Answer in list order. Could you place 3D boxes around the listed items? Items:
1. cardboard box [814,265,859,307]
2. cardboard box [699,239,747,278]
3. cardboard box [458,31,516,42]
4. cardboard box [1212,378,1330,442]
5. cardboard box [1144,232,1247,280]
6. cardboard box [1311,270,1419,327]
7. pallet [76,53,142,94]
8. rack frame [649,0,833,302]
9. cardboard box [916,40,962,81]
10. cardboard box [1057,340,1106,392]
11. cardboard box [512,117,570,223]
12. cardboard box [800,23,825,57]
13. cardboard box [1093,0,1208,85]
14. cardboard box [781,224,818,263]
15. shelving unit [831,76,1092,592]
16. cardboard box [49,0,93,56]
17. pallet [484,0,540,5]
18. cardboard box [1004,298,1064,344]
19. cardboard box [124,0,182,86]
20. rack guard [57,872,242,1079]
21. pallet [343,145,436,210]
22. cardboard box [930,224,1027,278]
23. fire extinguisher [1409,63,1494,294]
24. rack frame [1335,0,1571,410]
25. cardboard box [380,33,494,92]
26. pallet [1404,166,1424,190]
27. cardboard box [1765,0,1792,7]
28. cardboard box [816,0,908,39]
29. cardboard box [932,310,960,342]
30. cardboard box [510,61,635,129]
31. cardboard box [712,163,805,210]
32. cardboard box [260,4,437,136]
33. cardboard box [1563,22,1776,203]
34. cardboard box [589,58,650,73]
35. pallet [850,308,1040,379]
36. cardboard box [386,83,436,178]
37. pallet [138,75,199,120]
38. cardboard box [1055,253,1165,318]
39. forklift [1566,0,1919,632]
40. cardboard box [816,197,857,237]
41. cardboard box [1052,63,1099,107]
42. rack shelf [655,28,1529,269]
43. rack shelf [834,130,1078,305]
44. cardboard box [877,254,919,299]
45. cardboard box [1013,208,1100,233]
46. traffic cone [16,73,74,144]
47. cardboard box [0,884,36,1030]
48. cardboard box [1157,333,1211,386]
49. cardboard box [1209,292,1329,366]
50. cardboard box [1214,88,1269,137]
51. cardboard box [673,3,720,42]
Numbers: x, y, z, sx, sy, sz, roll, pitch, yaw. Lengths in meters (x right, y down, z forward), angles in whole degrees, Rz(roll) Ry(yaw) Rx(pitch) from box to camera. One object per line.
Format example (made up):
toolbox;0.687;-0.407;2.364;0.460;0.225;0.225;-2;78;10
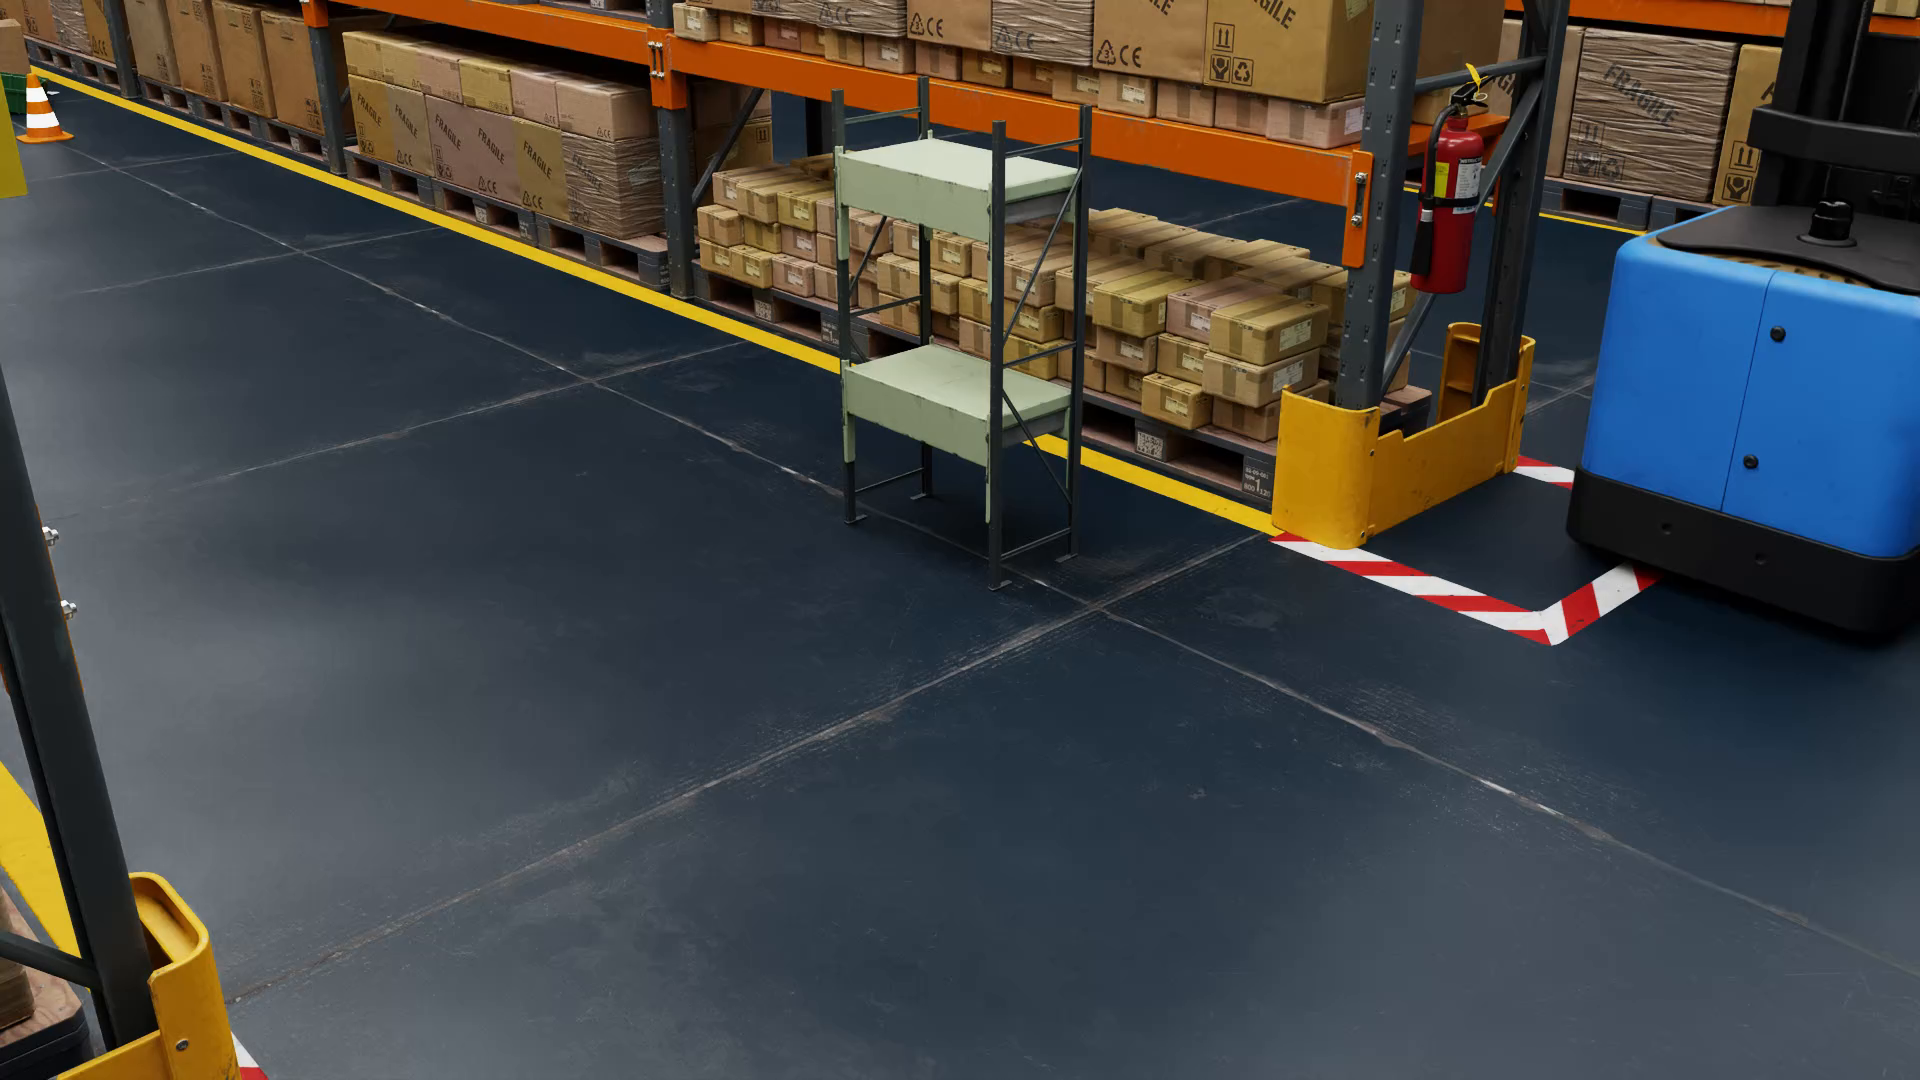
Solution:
cardboard box;-0.452;-1.215;7.727;0.380;0.149;0.250;-22;33;-39
cardboard box;-1.052;-1.418;8.174;0.250;0.149;0.380;22;33;40
cardboard box;-2.788;-3.050;10.424;0.500;0.250;0.500;-21;32;-38
cardboard box;1.156;-0.508;6.179;0.380;0.149;0.250;-21;32;-38
cardboard box;0.973;-1.148;6.864;0.250;0.149;0.380;22;32;39
cardboard box;1.558;-0.934;6.395;0.250;0.149;0.380;22;32;39
pallet;-6.997;-4.134;14.557;1.003;0.211;1.213;-21;32;-38
rack frame;-1.066;-2.726;8.111;1.000;3.000;0.127;-21;32;-38
cardboard box;0.041;-1.980;6.778;0.380;0.149;0.250;-20;31;-37
cardboard box;0.610;-0.733;6.672;0.380;0.149;0.250;-21;32;-38
cardboard box;-2.107;-2.088;9.219;0.500;0.500;0.500;-22;33;-40
cardboard box;-0.479;-2.226;7.318;0.250;0.149;0.380;22;33;39
cardboard box;0.824;-1.915;5.856;0.500;0.500;0.500;-22;32;-39
cardboard box;-0.621;-1.440;7.863;0.380;0.149;0.250;-21;32;-39
shelving unit;-0.005;-0.684;5.443;0.431;1.500;0.755;-21;32;-38
cardboard box;-7.532;-4.856;14.835;0.875;0.875;0.875;-21;32;-38
pallet;-2.417;-3.262;9.518;1.003;0.211;1.213;-21;32;-38
cardboard box;0.379;-0.932;6.750;0.380;0.149;0.250;-21;32;-38
cardboard box;-6.044;-4.155;13.448;1.050;0.750;0.750;-21;32;-39
rack guard;-1.860;1.065;2.812;1.175;0.500;0.348;-21;32;-38
pallet;-3.267;-2.432;10.827;1.003;0.211;1.213;-21;32;-38
cardboard box;0.067;-1.247;7.081;0.380;0.149;0.250;-21;32;-38
fire extinguisher;1.503;-1.102;5.094;0.296;0.674;0.183;-21;32;-38
rack frame;1.668;-1.514;5.455;1.000;3.000;0.127;-21;32;-38
cardboard box;-3.159;-2.902;10.098;0.500;0.250;0.500;-22;32;-39
pallet;3.086;-2.581;11.154;1.003;0.211;1.213;-21;32;-38
cardboard box;4.523;-2.946;8.896;0.380;0.149;0.250;-21;32;-38
cardboard box;-0.250;-2.374;6.862;0.500;0.500;0.500;-22;33;-39
cardboard box;0.100;-0.979;7.211;0.380;0.149;0.250;-20;31;-37
cardboard box;-2.102;-2.434;9.074;0.500;0.250;0.500;-19;31;-36
cardboard box;-0.982;-1.727;8.135;0.380;0.149;0.250;-20;31;-36
cardboard box;-4.151;-3.315;11.608;1.050;0.750;0.750;-22;32;-39
cardboard box;4.239;-2.562;9.805;0.875;0.875;0.875;-21;32;-38
cardboard box;-1.744;-2.580;9.394;0.500;0.250;0.500;-20;31;-37
pallet;0.257;-0.894;7.455;1.003;0.211;1.213;-21;32;-38
cardboard box;-3.157;-2.554;10.239;0.500;0.500;0.500;-21;32;-38
pallet;-5.952;-3.669;13.537;1.003;0.211;1.213;-21;32;-38
cardboard box;0.591;-0.998;6.537;0.250;0.149;0.380;22;33;40
forklift;3.481;-1.557;5.632;3.031;2.935;1.130;-21;32;-38
cardboard box;-0.433;-1.492;7.619;0.380;0.149;0.250;-22;33;-40
cardboard box;0.563;-1.735;6.242;0.250;0.149;0.380;22;33;39
rack shelf;0.301;-1.793;6.932;1.077;0.370;4.000;-21;32;-38
rack shelf;-0.005;-1.039;5.281;0.431;0.370;0.720;-21;32;-38
cardboard box;-0.141;-1.173;7.277;0.380;0.149;0.250;-22;32;-39
cardboard box;0.402;-1.376;7.364;0.380;0.149;0.250;-21;32;-38
traffic cone;-6.720;-3.161;12.121;0.336;0.463;0.334;-21;32;-38
cardboard box;-2.401;0.724;3.130;0.875;0.438;0.875;22;33;40
cardboard box;0.959;-0.717;6.278;0.380;0.149;0.250;-22;33;-40
cardboard box;1.121;-0.767;6.030;0.380;0.149;0.250;-21;32;-38
cardboard box;1.096;-1.504;5.736;0.380;0.149;0.250;-21;32;-39
cardboard box;-1.112;-2.433;7.772;0.380;0.149;0.250;-20;31;-37
